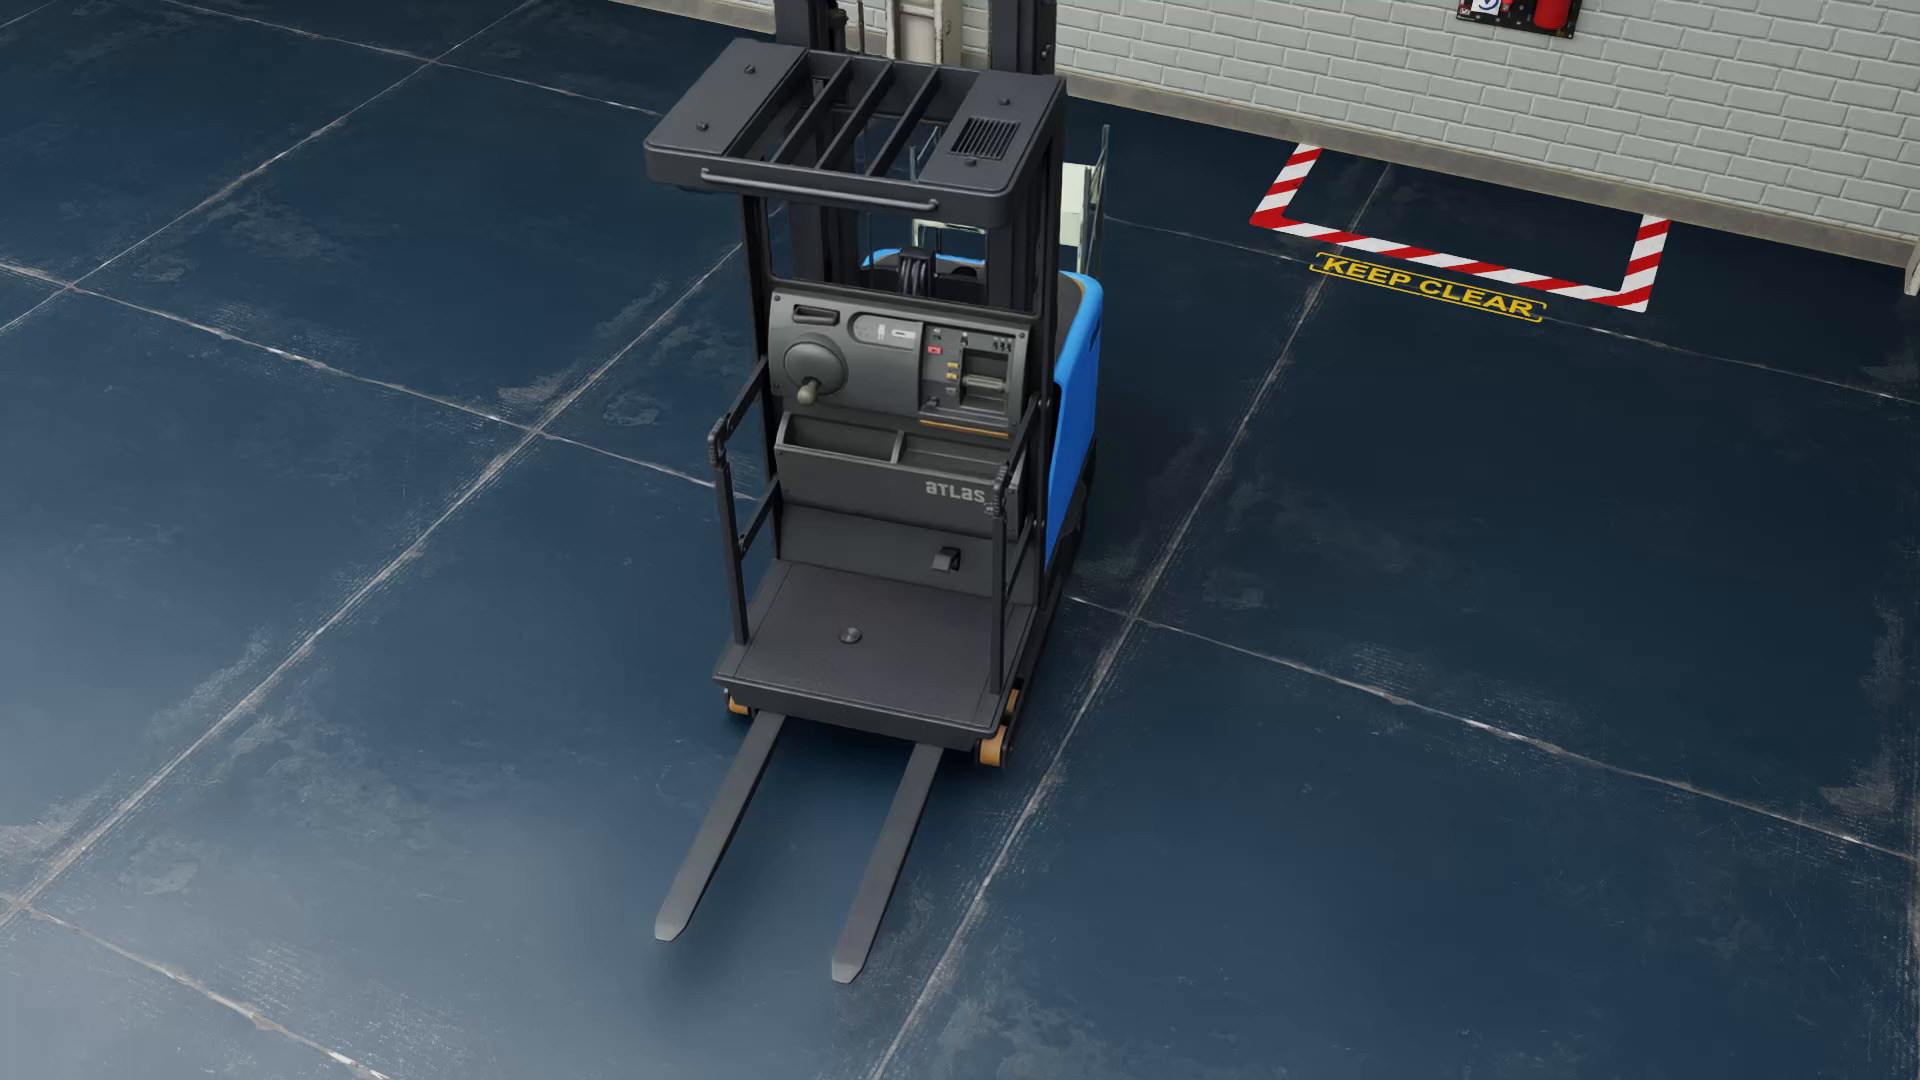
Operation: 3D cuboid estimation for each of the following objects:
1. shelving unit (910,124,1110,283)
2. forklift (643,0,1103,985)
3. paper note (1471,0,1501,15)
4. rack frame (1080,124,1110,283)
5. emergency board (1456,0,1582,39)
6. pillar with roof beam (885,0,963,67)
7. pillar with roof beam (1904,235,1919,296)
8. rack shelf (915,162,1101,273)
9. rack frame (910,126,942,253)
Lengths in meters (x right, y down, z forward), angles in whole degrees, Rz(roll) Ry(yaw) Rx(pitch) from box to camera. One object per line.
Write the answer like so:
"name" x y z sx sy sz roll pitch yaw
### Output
"shelving unit" 0.211 -1.110 7.386 0.755 1.500 0.431 10 42 11
"forklift" -0.275 -0.542 5.638 1.130 2.935 3.031 10 42 11
"paper note" 2.858 -2.931 9.014 0.142 0.148 0.016 17 44 19
"rack frame" 0.564 -1.047 7.313 0.023 1.500 0.400 10 42 11
"emergency board" 2.989 -3.174 8.622 0.643 1.169 0.194 17 44 19
"pillar with roof beam" -2.045 -3.840 4.810 0.400 9.000 9.100 17 44 19
"pillar with roof beam" 3.392 -2.179 2.893 0.400 9.000 9.100 17 44 19
"rack shelf" 0.211 -1.406 7.130 0.720 0.370 0.431 10 42 11
"rack frame" -0.142 -1.173 7.458 0.023 1.500 0.400 10 42 11
